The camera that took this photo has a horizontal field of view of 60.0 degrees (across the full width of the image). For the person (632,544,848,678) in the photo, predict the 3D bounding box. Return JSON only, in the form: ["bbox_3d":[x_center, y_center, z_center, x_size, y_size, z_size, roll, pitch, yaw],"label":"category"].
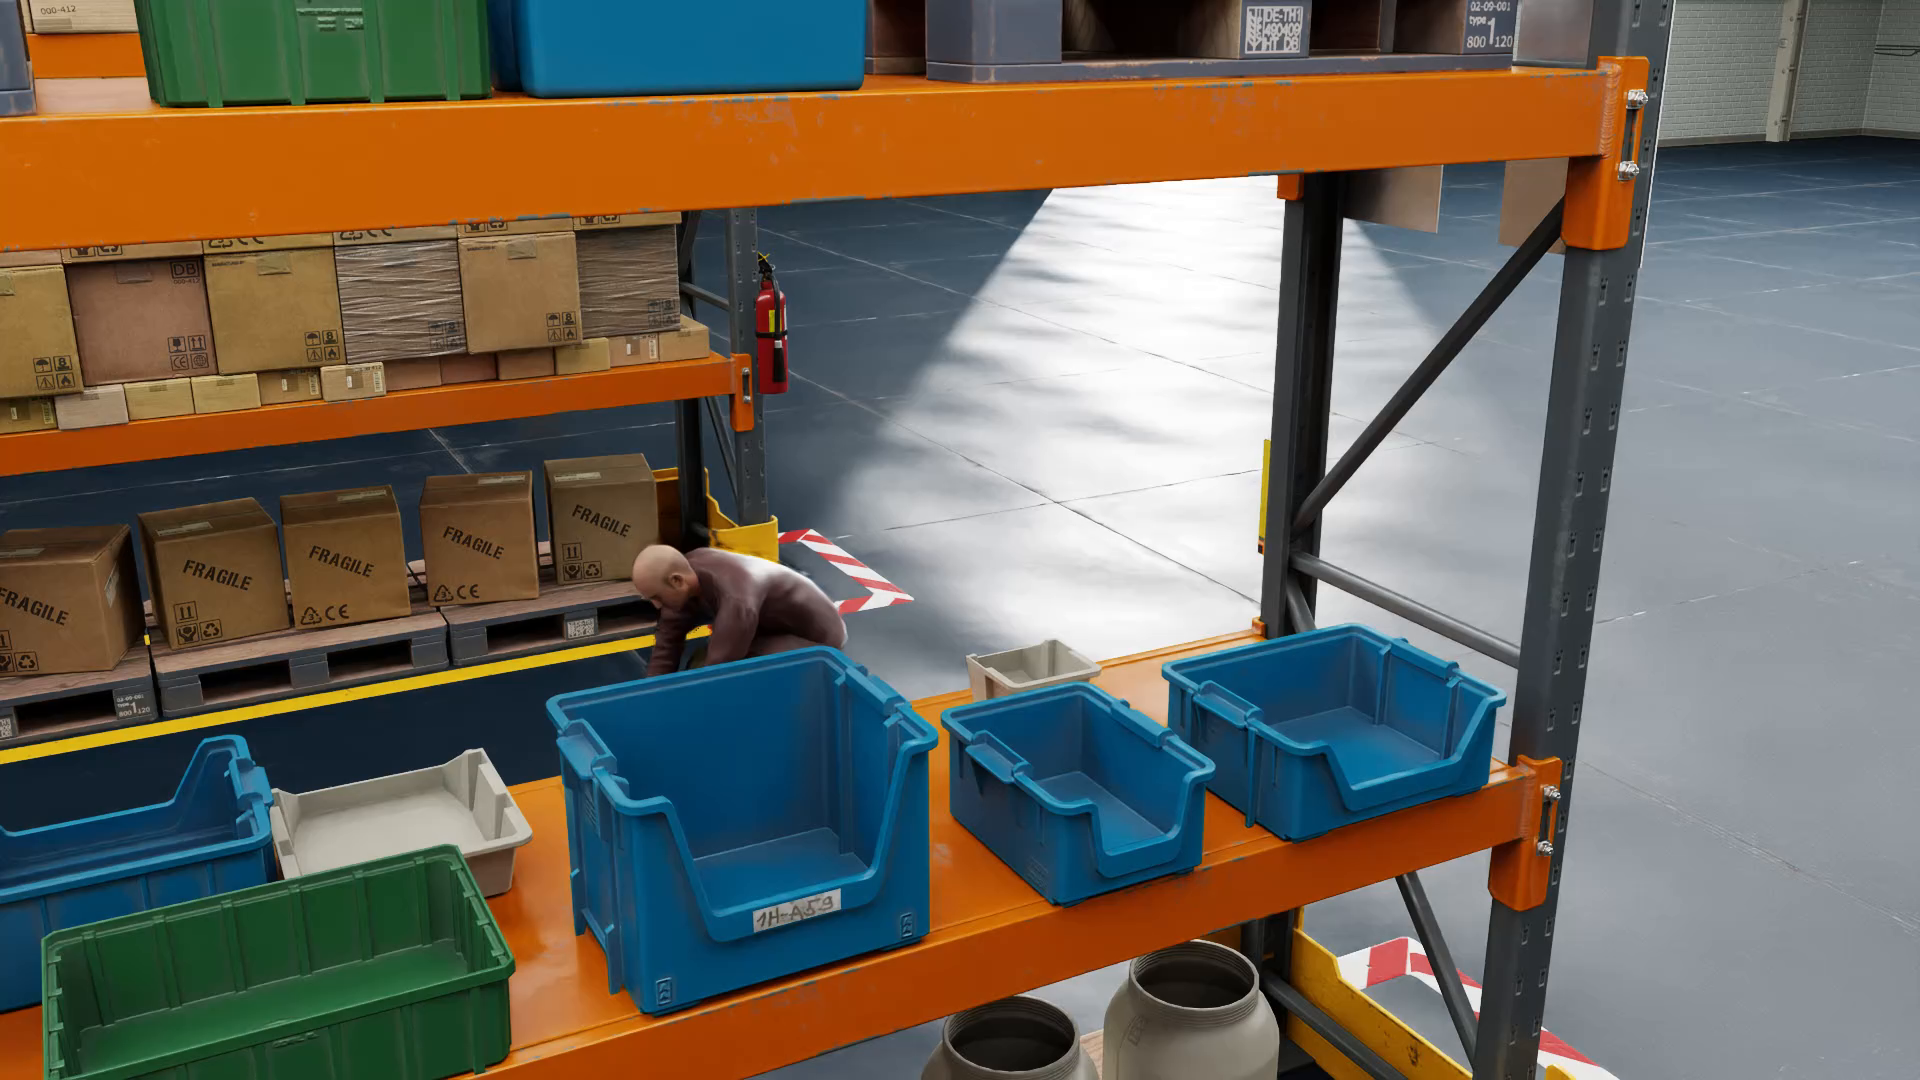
[{"bbox_3d":[-0.857,0.458,6.429,0.896,1.003,0.610,-10,20,-27],"label":"person"}]
